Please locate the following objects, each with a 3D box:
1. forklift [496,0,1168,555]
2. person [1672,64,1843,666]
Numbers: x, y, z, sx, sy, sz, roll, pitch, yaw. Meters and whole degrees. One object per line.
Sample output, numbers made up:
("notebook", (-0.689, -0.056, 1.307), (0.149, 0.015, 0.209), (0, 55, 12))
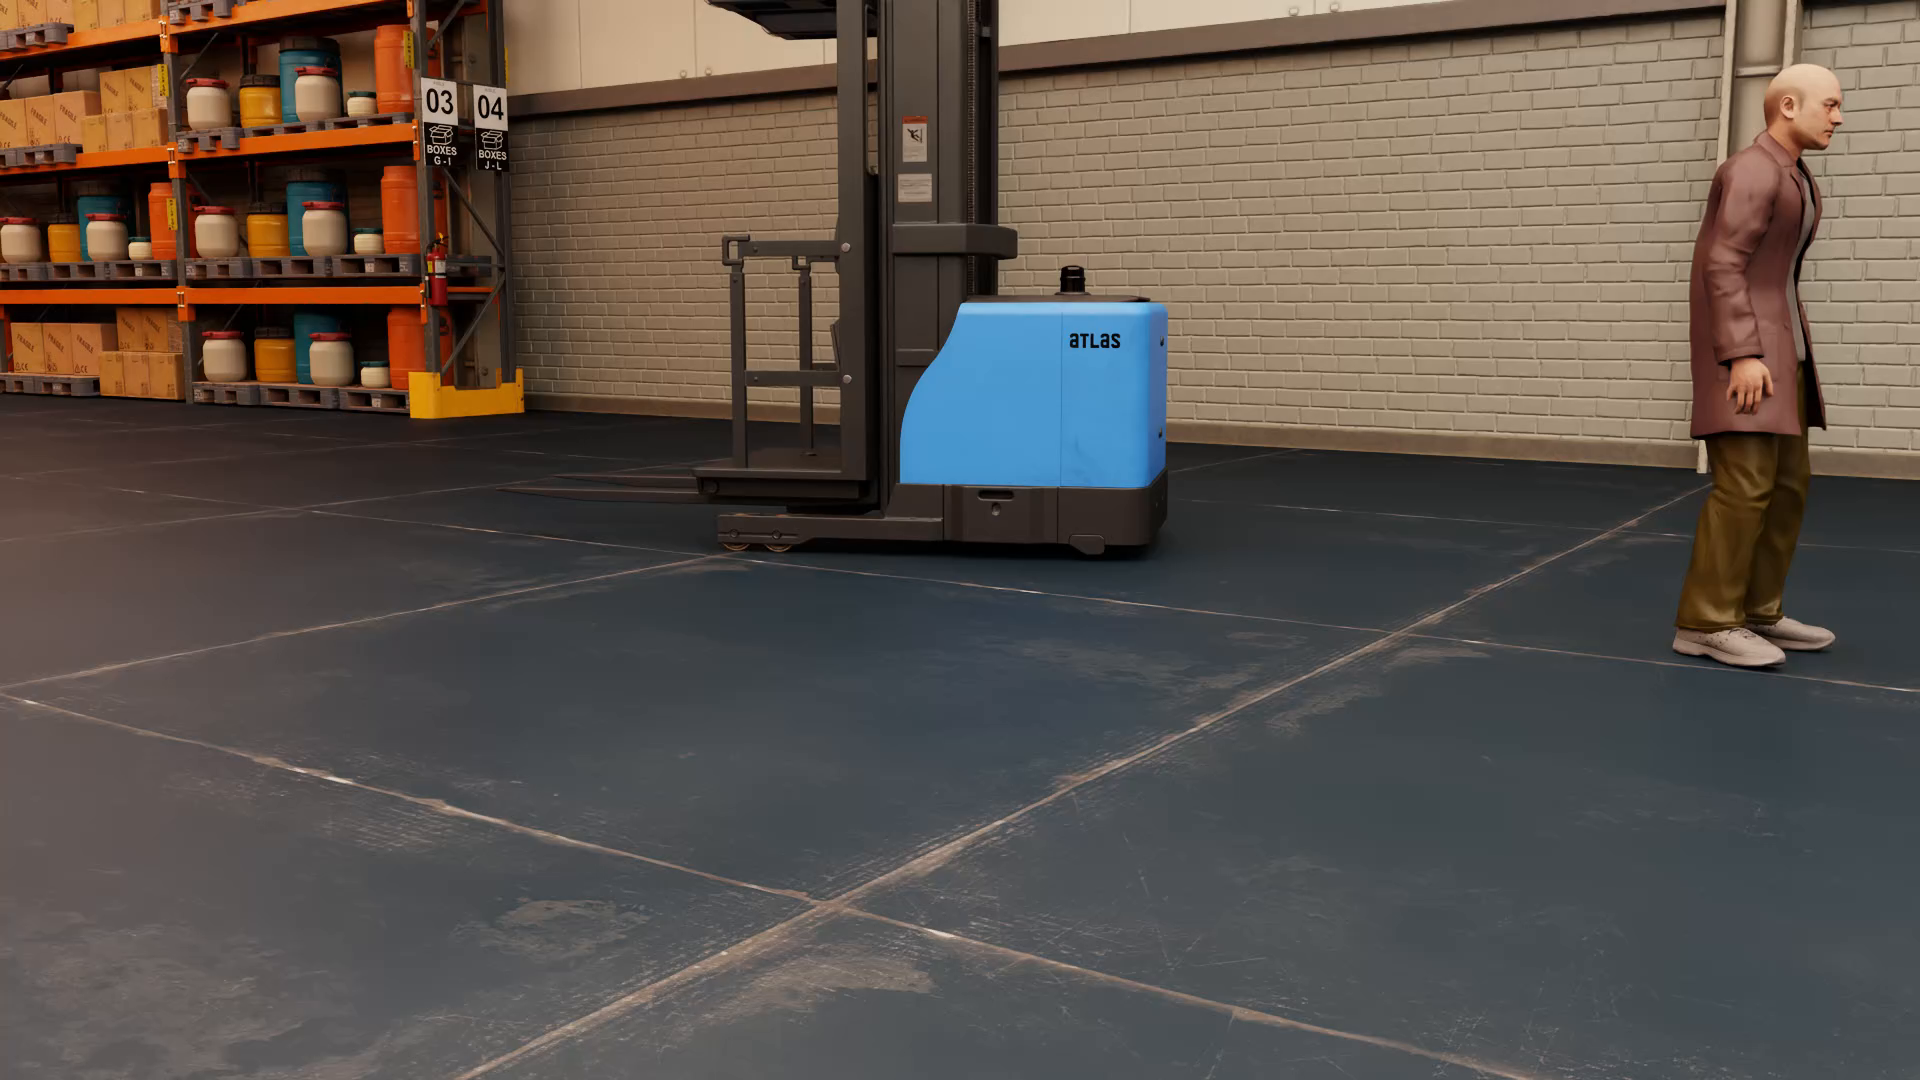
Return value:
("forklift", (-0.596, -1.469, 7.520), (3.031, 2.935, 1.130), (2, 8, 12))
("person", (2.456, -0.536, 5.072), (0.433, 1.773, 0.652), (8, 11, 43))
